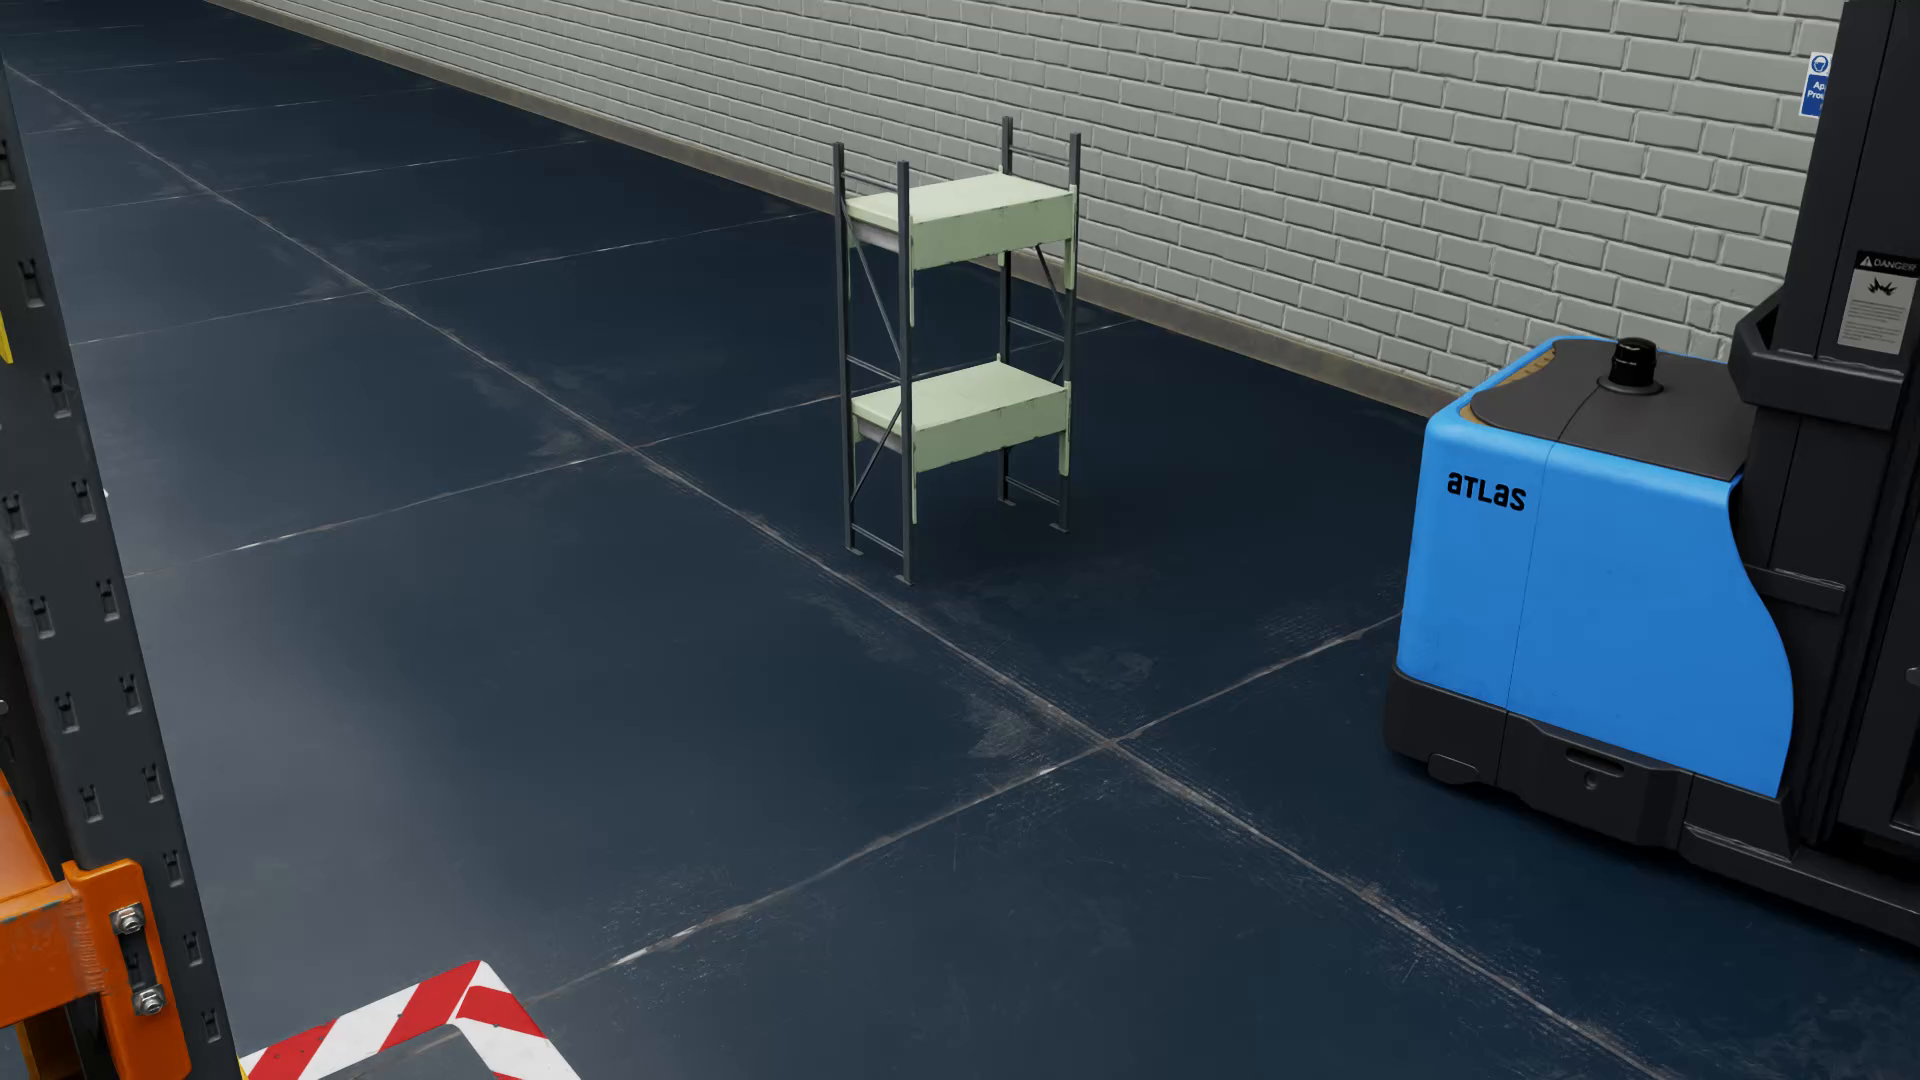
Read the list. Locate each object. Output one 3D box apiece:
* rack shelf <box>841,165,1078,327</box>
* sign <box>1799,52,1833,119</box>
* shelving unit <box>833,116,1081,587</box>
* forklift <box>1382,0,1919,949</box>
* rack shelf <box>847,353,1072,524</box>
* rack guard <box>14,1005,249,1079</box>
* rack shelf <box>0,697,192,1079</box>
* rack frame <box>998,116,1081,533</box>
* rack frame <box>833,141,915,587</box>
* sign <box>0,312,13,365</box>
[{"bbox_3d":[-0.005,-1.033,5.766,0.720,0.370,0.431,-18,31,-34],"label":"rack shelf"},{"bbox_3d":[3.042,-1.534,5.671,0.001,0.218,0.327,-18,31,-34],"label":"sign"},{"bbox_3d":[-0.005,-0.679,5.931,0.755,1.500,0.431,-18,31,-34],"label":"shelving unit"},{"bbox_3d":[2.697,-0.454,3.747,3.031,2.935,1.130,19,31,34],"label":"forklift"},{"bbox_3d":[-0.005,-0.383,6.068,0.720,0.370,0.431,-18,31,-34],"label":"rack shelf"},{"bbox_3d":[-1.380,1.221,3.026,0.348,0.500,1.175,-18,31,-34],"label":"rack guard"},{"bbox_3d":[-2.973,0.939,1.519,4.000,0.370,1.077,-18,31,-34],"label":"rack shelf"},{"bbox_3d":[0.283,-0.774,6.135,0.023,1.500,0.400,-18,31,-34],"label":"rack frame"},{"bbox_3d":[-0.293,-0.583,5.726,0.023,1.500,0.400,-18,31,-34],"label":"rack frame"},{"bbox_3d":[-1.075,-0.356,1.798,0.005,0.325,0.100,-18,31,-34],"label":"sign"}]
